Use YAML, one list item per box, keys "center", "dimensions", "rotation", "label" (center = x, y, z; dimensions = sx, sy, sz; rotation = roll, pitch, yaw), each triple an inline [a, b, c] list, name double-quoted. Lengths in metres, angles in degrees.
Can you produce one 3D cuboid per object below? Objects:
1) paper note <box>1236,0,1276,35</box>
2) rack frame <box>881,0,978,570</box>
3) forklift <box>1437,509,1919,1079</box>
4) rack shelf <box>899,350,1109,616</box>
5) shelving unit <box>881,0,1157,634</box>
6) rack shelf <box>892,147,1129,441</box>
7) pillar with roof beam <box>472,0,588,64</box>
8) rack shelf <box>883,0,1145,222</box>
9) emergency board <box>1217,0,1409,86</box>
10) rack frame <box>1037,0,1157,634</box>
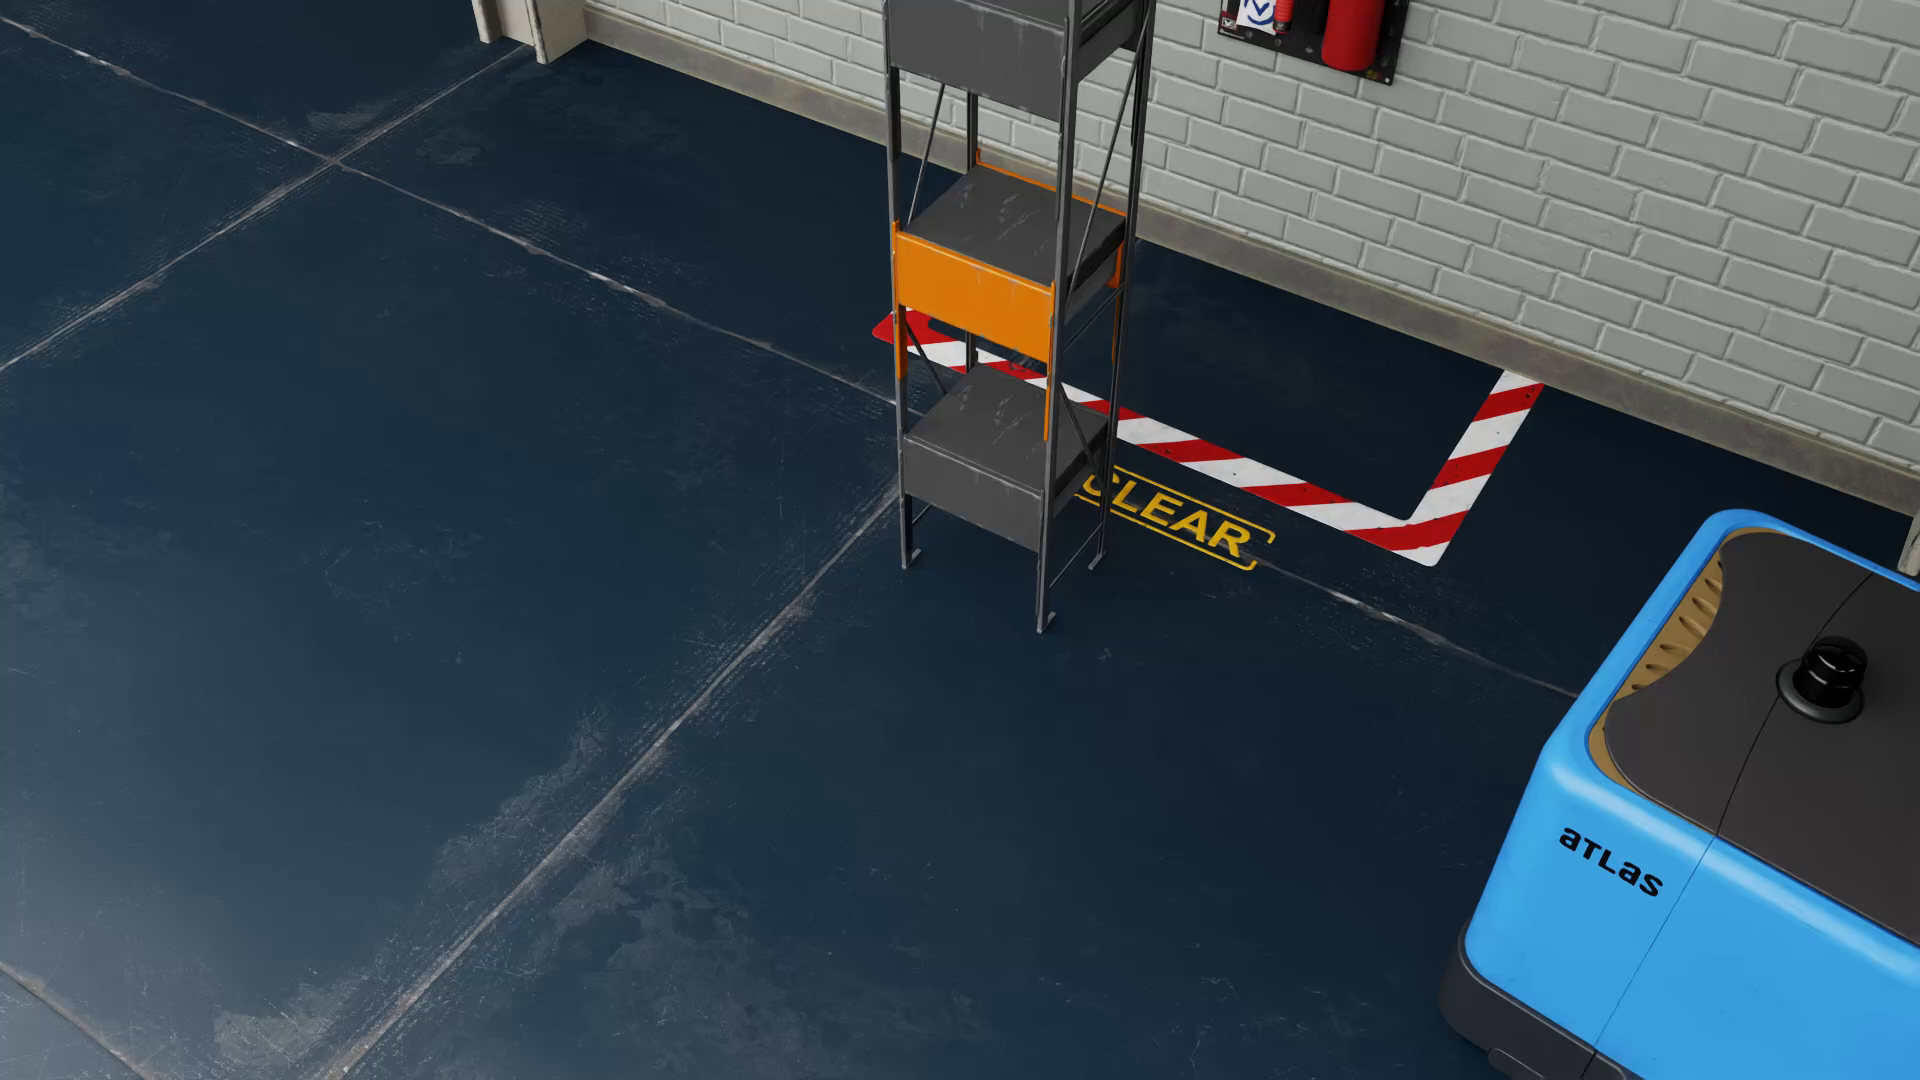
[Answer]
- center: [0.986, -1.752, 5.475]
  dimensions: [0.142, 0.148, 0.016]
  rotation: [25, 51, 22]
  label: "paper note"
- center: [-0.066, -0.762, 4.527]
  dimensions: [0.015, 2.100, 0.400]
  rotation: [25, 51, 22]
  label: "rack frame"
- center: [2.624, 0.567, 2.655]
  dimensions: [3.031, 2.935, 1.130]
  rotation: [30, 53, 26]
  label: "forklift"
- center: [0.139, -0.170, 4.946]
  dimensions: [0.480, 0.518, 0.431]
  rotation: [25, 51, 22]
  label: "rack shelf"
- center: [0.139, -0.668, 4.435]
  dimensions: [0.503, 2.100, 0.431]
  rotation: [25, 51, 22]
  label: "shelving unit"
- center: [0.139, -0.658, 4.444]
  dimensions: [0.480, 0.518, 0.431]
  rotation: [25, 51, 22]
  label: "rack shelf"
- center: [-4.218, -2.784, 1.681]
  dimensions: [0.400, 9.000, 9.100]
  rotation: [25, 51, 22]
  label: "pillar with roof beam"
- center: [0.139, -1.146, 3.942]
  dimensions: [0.480, 0.518, 0.431]
  rotation: [25, 51, 22]
  label: "rack shelf"
- center: [1.097, -1.949, 5.052]
  dimensions: [0.643, 1.169, 0.194]
  rotation: [25, 51, 22]
  label: "emergency board"
- center: [0.345, -0.573, 4.343]
  dimensions: [0.015, 2.100, 0.400]
  rotation: [25, 51, 22]
  label: "rack frame"
